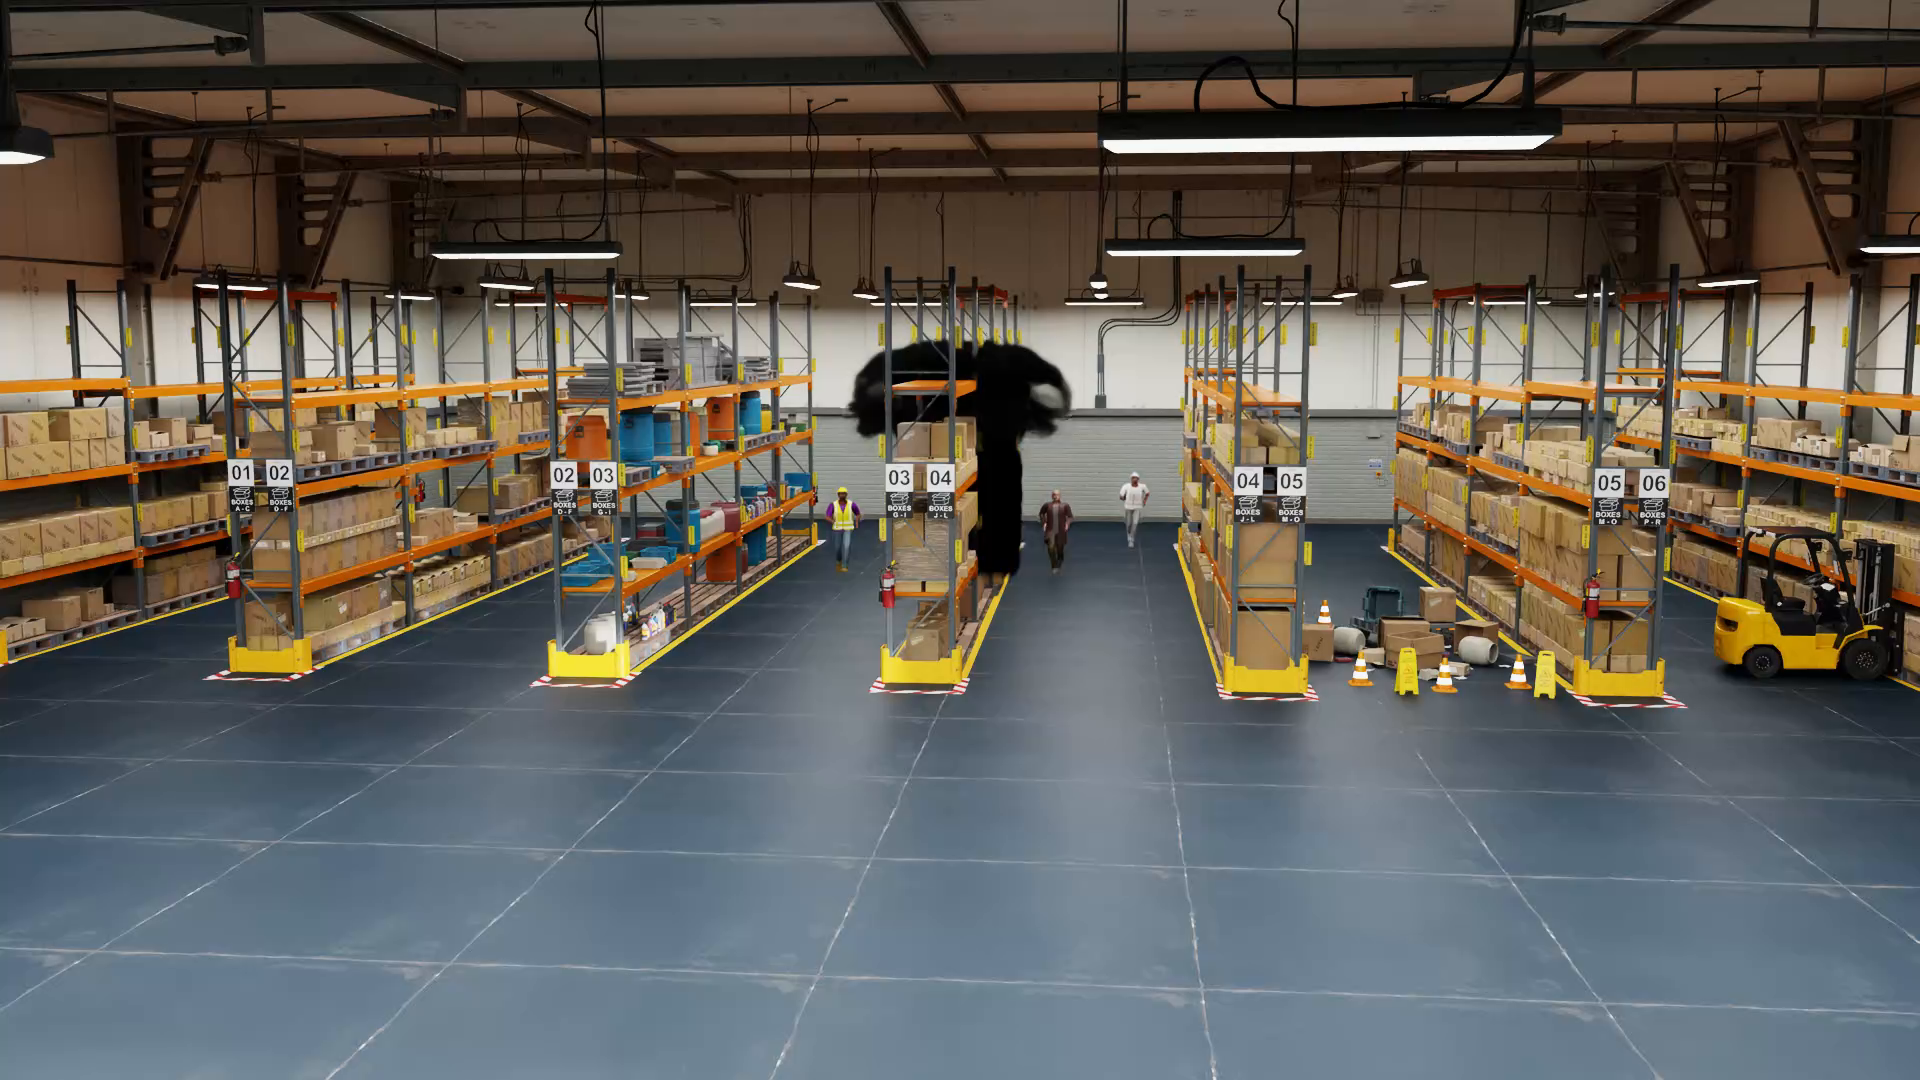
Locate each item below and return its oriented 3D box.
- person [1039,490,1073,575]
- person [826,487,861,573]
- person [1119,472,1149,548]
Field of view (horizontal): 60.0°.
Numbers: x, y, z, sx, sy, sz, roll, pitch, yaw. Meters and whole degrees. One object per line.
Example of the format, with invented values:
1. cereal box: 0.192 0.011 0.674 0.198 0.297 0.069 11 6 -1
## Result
1. person: 1.934 -0.181 33.613 0.711 1.685 0.866 1 7 6
2. person: -2.357 -0.195 33.597 0.714 1.748 0.734 0 7 -3
3. person: 4.189 -0.746 40.107 0.703 1.783 0.960 1 7 11
